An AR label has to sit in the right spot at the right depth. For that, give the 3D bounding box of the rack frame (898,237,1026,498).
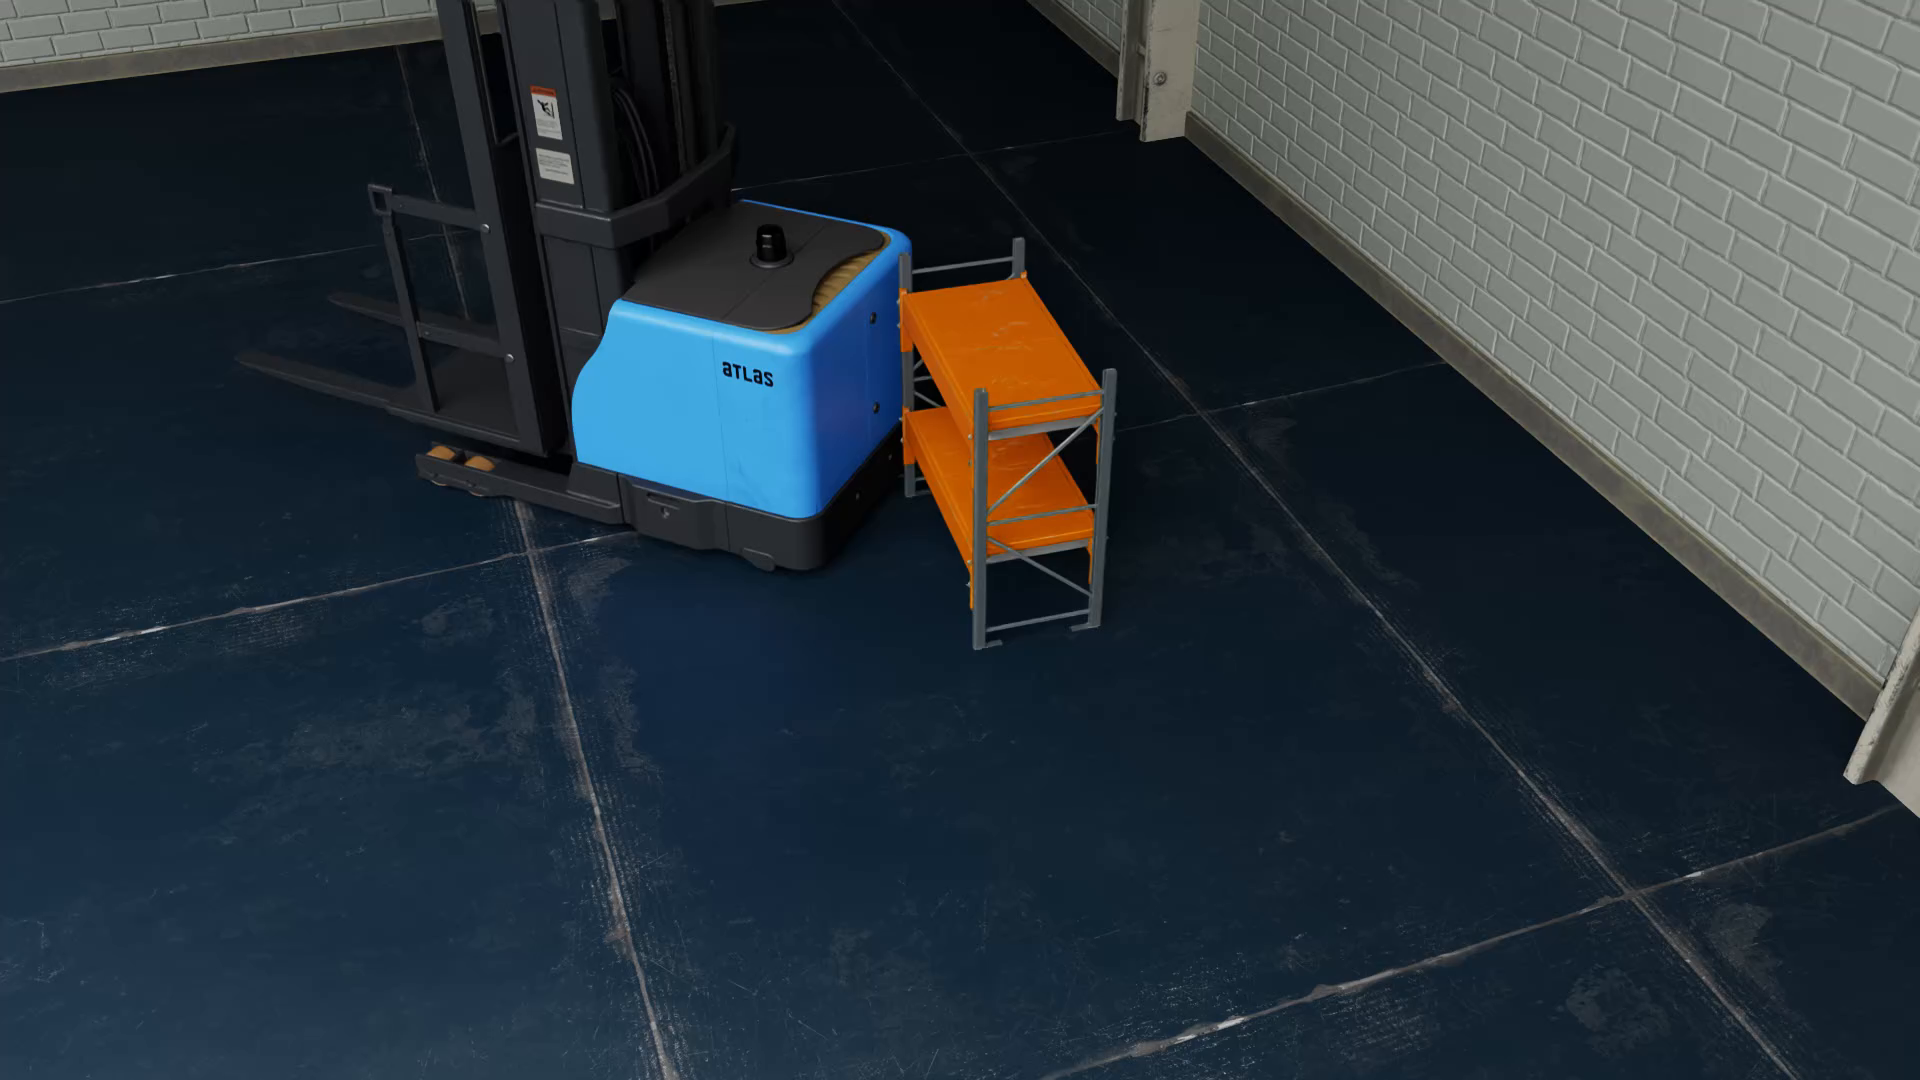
[{"bbox_3d":[0.009,-0.674,6.710,0.500,1.125,0.032,-10,38,-13],"label":"rack frame"}]

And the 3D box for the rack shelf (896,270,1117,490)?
[{"bbox_3d":[0.150,-0.614,6.144,0.538,0.278,1.000,-10,38,-13],"label":"rack shelf"}]

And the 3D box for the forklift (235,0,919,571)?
[{"bbox_3d":[-1.739,-1.628,6.475,3.031,2.935,1.130,15,39,19],"label":"forklift"}]

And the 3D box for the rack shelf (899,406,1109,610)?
[{"bbox_3d":[0.150,-0.185,6.467,0.538,0.278,1.000,-10,38,-13],"label":"rack shelf"}]

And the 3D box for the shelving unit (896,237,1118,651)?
[{"bbox_3d":[0.150,-0.380,6.320,0.538,1.125,1.048,-10,38,-13],"label":"shelving unit"}]

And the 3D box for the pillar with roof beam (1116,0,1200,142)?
[{"bbox_3d":[-2.877,-5.213,6.191,9.100,9.000,0.400,-12,39,-16],"label":"pillar with roof beam"}]

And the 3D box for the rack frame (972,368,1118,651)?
[{"bbox_3d":[0.290,-0.086,5.930,0.500,1.125,0.032,-10,38,-13],"label":"rack frame"}]
